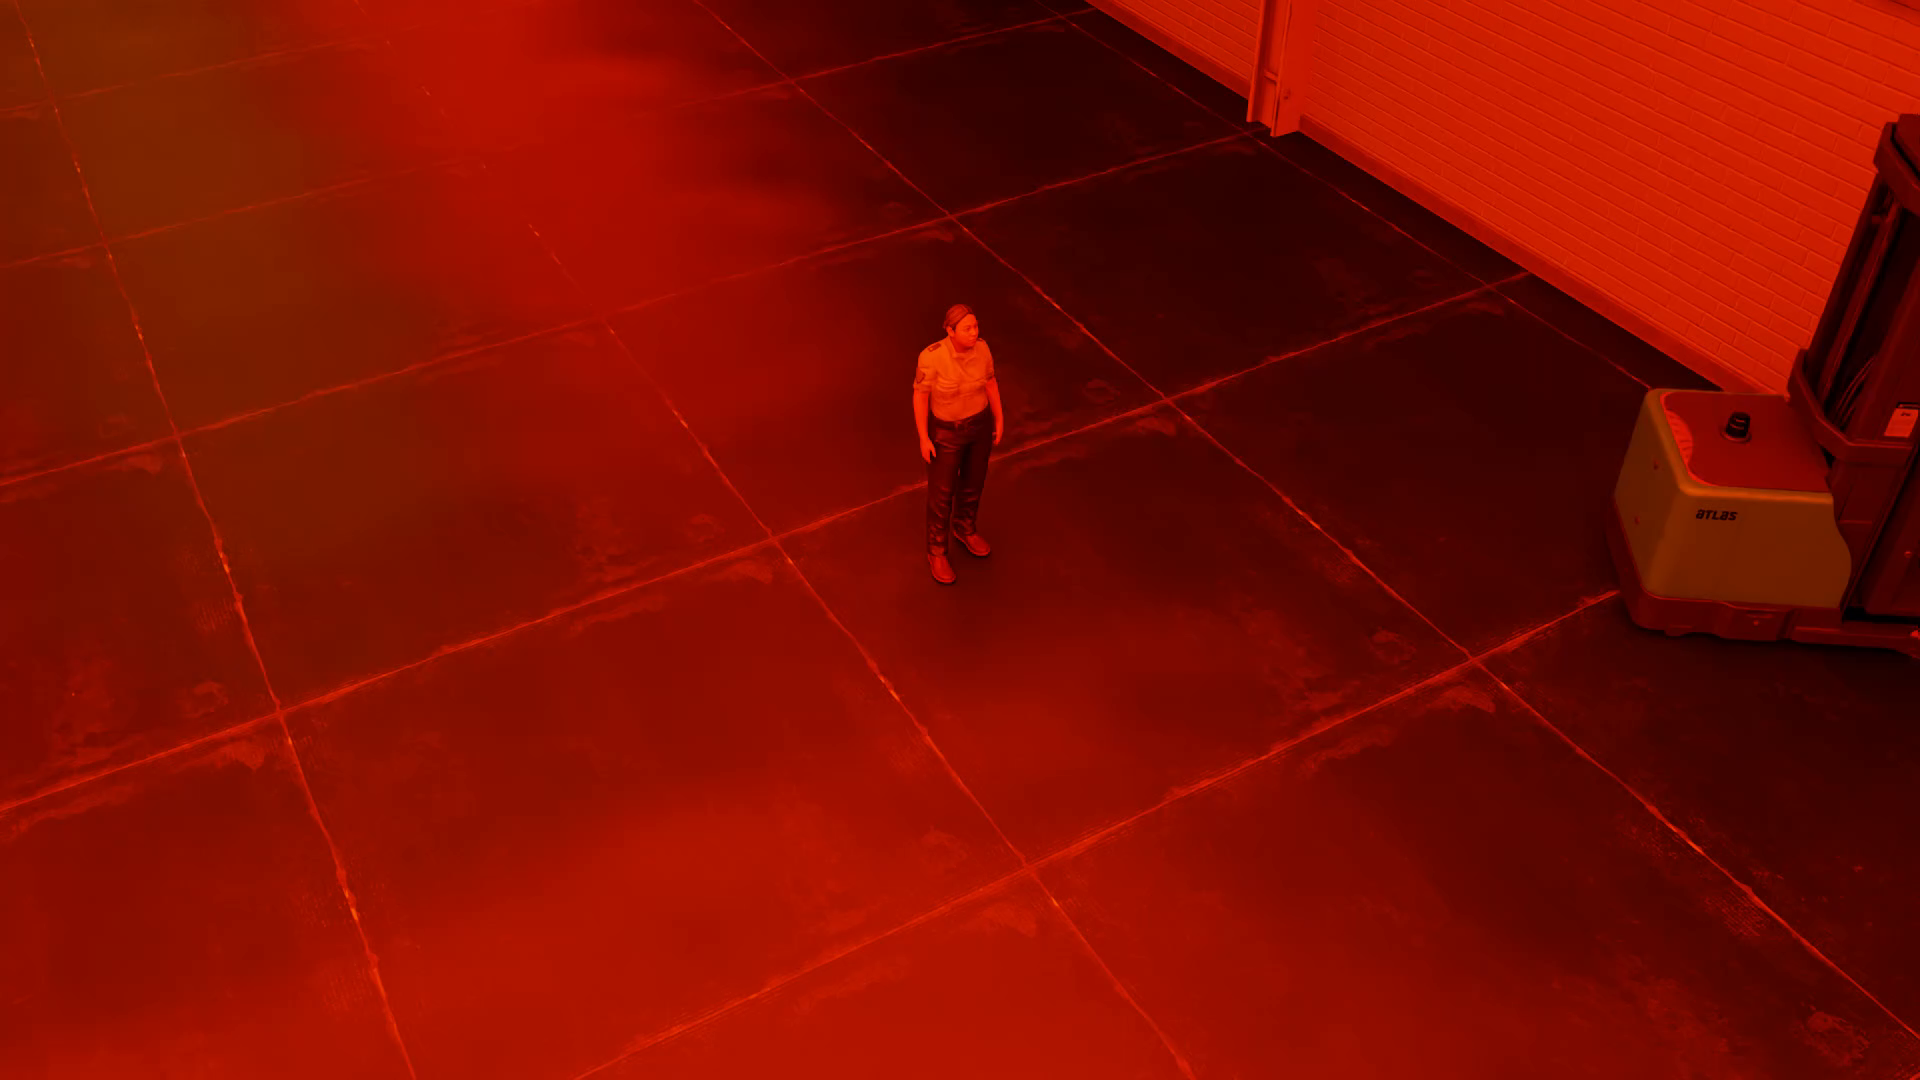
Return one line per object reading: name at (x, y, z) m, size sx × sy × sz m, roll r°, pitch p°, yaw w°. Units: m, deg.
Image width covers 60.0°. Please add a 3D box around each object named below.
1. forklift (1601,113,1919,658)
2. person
forklift at (5.450, -0.799, 8.999) m, size 3.031 × 2.935 × 1.130 m, roll 4°, pitch 40°, yaw 4°
person at (0.025, -0.582, 9.733) m, size 0.598 × 1.651 × 0.502 m, roll -20°, pitch 44°, yaw -23°
